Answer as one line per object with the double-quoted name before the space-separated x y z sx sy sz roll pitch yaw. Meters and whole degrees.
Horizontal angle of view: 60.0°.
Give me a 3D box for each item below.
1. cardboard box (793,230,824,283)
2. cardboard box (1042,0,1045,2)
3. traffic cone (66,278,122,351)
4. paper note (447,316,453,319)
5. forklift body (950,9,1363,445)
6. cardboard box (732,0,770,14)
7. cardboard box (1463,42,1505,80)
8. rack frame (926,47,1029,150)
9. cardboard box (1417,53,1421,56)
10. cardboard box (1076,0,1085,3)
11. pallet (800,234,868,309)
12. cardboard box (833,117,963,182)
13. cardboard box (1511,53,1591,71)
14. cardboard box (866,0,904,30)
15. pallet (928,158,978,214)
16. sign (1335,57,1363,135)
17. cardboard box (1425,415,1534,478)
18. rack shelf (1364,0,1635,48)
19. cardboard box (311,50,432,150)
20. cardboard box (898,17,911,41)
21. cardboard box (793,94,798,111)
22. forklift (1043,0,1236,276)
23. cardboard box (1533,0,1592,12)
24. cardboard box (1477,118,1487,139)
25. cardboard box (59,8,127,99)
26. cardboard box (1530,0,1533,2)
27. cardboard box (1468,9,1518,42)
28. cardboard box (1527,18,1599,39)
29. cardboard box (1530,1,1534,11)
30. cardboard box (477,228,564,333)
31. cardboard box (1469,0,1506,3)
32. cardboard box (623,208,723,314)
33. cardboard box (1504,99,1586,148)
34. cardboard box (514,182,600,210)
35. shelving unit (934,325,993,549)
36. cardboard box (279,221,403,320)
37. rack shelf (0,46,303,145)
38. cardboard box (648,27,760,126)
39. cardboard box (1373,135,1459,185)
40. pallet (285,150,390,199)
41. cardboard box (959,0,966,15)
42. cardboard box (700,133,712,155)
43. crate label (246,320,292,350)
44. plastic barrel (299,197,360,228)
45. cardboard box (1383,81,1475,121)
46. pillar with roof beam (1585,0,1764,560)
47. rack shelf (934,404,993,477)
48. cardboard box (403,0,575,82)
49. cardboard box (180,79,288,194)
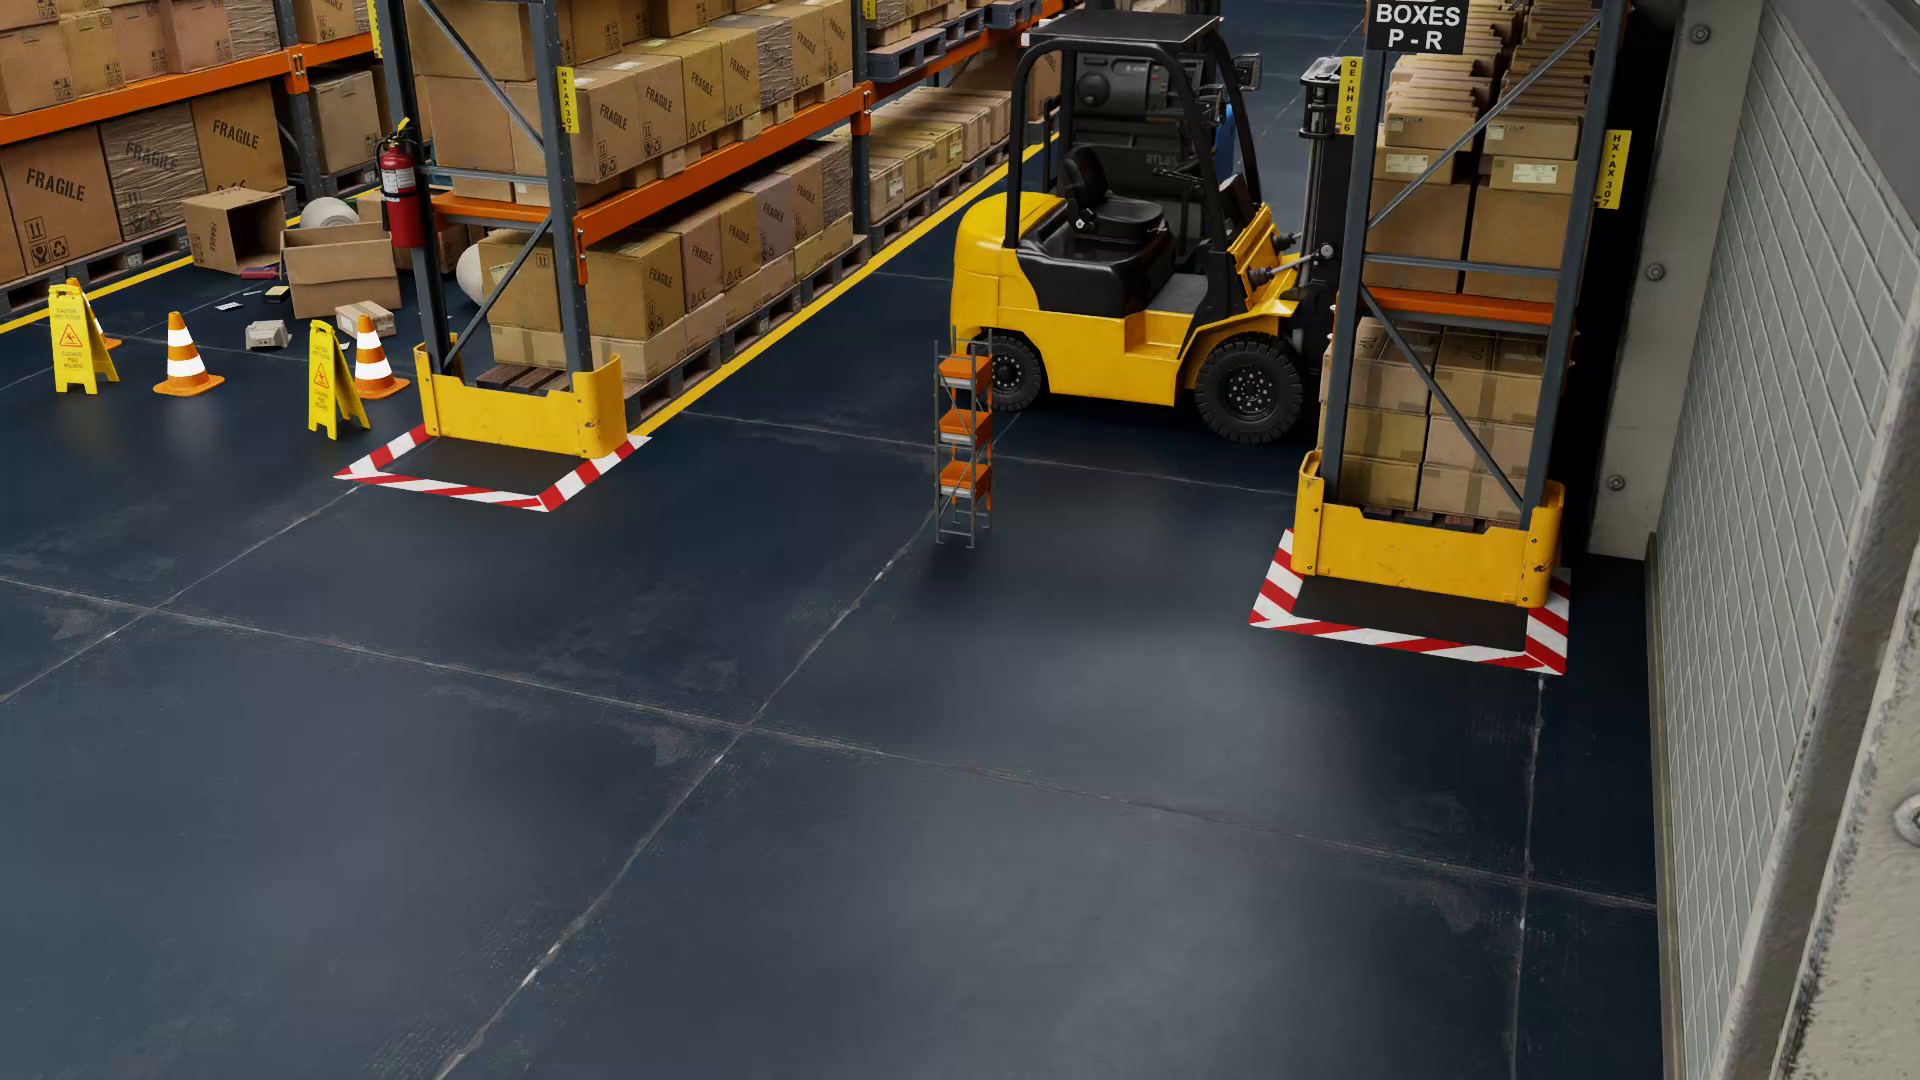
"cardboard box" -1.277 -2.006 11.625 0.500 0.250 0.500 8 27 16
"cardboard box" 0.565 -5.298 15.923 0.500 0.250 0.500 8 27 17
"traffic cone" -5.683 -1.460 10.735 0.336 0.463 0.334 9 27 17
"paper note" -3.516 -1.510 11.357 0.032 0.001 0.123 9 27 17
"forklift body" 1.095 -1.857 9.617 2.313 2.155 1.214 9 27 17
"cardboard box" -1.708 -3.830 11.115 0.700 0.500 0.500 9 27 18
"cardboard box" 2.710 -2.576 8.928 0.380 0.149 0.250 9 27 18
"rack frame" 0.165 -5.201 15.550 1.000 3.000 0.127 9 27 17
"cardboard box" 2.776 -2.667 9.457 0.380 0.149 0.250 8 27 17
"cardboard box" 1.072 -5.439 17.997 0.875 0.875 0.875 10 27 19
"pallet" -1.356 -2.021 12.182 1.003 0.211 1.213 9 27 17
"cardboard box" -0.528 -3.361 14.284 0.950 0.372 0.625 10 27 19
"cardboard box" 3.040 -2.404 8.574 0.380 0.149 0.250 9 27 18
"cardboard box" -0.740 -4.076 12.289 0.500 0.500 0.500 9 27 19
"pallet" -0.504 -3.125 14.463 1.003 0.211 1.213 9 27 17
"sign" 1.678 -1.907 7.147 0.100 0.325 0.005 9 27 17
"cardboard box" 2.537 -0.535 8.012 0.500 0.250 0.500 9 27 18
"rack shelf" 2.850 -3.043 8.477 1.077 0.370 4.000 9 27 17
"cardboard box" -5.421 -4.074 15.322 1.050 0.750 0.750 9 27 17
"cardboard box" -0.593 -3.916 12.702 0.380 0.149 0.250 9 27 18
"cardboard box" -1.319 -2.968 11.227 0.380 0.149 0.250 8 27 17
"forklift" 1.154 -3.143 11.378 1.130 2.935 3.031 9 27 17
"cardboard box" 4.123 -3.602 11.389 0.380 0.149 0.250 8 27 17
"cardboard box" 2.452 -1.903 8.623 0.500 0.500 0.500 8 27 16
"cardboard box" -6.513 -3.481 11.826 0.875 0.550 0.500 9 27 17
"cardboard box" 4.301 -4.288 13.262 0.500 0.250 0.500 10 27 19
"cardboard box" 3.145 -3.099 10.007 0.380 0.149 0.250 9 27 18
"cardboard box" 3.497 -2.927 9.653 0.380 0.149 0.250 8 27 17
"cardboard box" 4.447 -3.794 12.242 0.500 0.250 0.500 8 27 16
"cardboard box" -2.477 -1.569 9.862 0.500 0.500 0.500 9 27 18
"cardboard box" 3.583 -3.677 11.544 0.380 0.149 0.250 8 27 16
"cardboard box" -1.791 -1.719 10.171 0.500 0.500 0.500 8 27 16
"cardboard box" 2.645 -1.873 7.476 0.380 0.149 0.250 10 27 19
"cardboard box" -2.189 -1.910 9.041 0.380 0.149 0.250 9 27 18
"shelving unit" 0.018 -0.495 8.067 0.215 1.050 0.252 9 27 17
"cardboard box" -4.300 -1.879 11.553 0.797 0.503 0.637 -9 27 -18
"rack shelf" -6.533 -3.088 12.011 1.077 0.370 4.000 9 27 17
"cardboard box" -1.579 -2.880 10.300 0.500 0.500 0.500 8 27 16
"cardboard box" 2.036 -1.715 7.491 0.380 0.149 0.250 9 27 18
"pallet" -5.682 -3.306 14.837 1.003 0.211 1.213 9 27 17
"cardboard box" -0.163 -4.460 13.826 0.380 0.149 0.250 8 27 16
"cardboard box" -1.740 -2.439 10.134 0.380 0.149 0.250 10 27 19
"crate label" -4.527 -1.342 10.865 0.250 0.136 0.298 -5 26 -9
"plastic barrel" -4.799 -2.385 12.691 0.421 0.421 0.512 -14 29 -27
"cardboard box" 2.220 -2.061 7.864 0.380 0.149 0.250 9 27 19
"pillar with roof beam" -0.793 -4.675 7.579 9.100 9.000 0.400 9 27 17
"rack shelf" 0.018 -0.485 8.071 0.215 0.259 0.240 9 27 17
"cardboard box" -2.533 -2.784 8.954 0.700 0.500 0.500 8 27 16
"cardboard box" -6.143 -3.218 13.410 0.875 0.875 0.875 9 27 18
